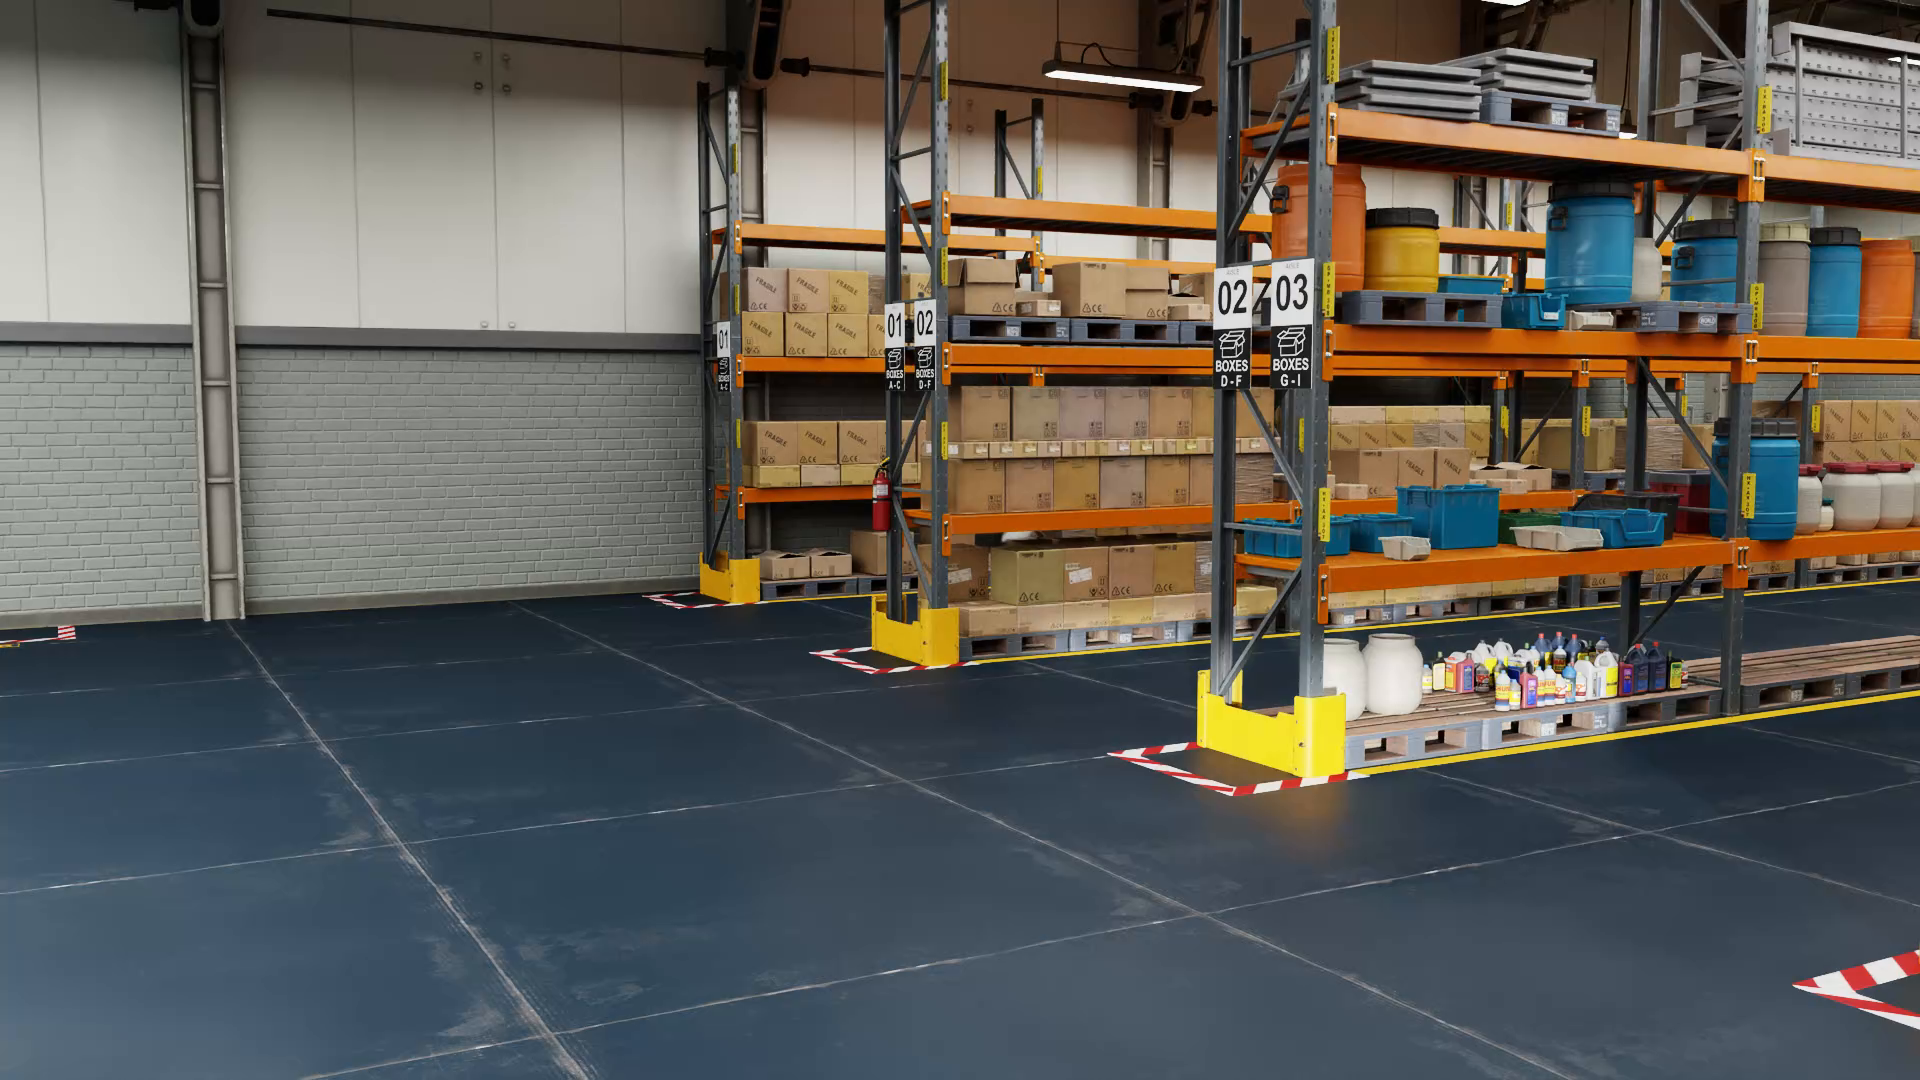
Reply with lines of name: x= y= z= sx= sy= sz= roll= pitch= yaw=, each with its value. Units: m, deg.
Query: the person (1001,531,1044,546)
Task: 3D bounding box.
person: x=0.692 y=0.006 z=17.480 sx=0.491 sy=1.696 sz=0.599 roll=-3 pitch=6 yaw=-27
